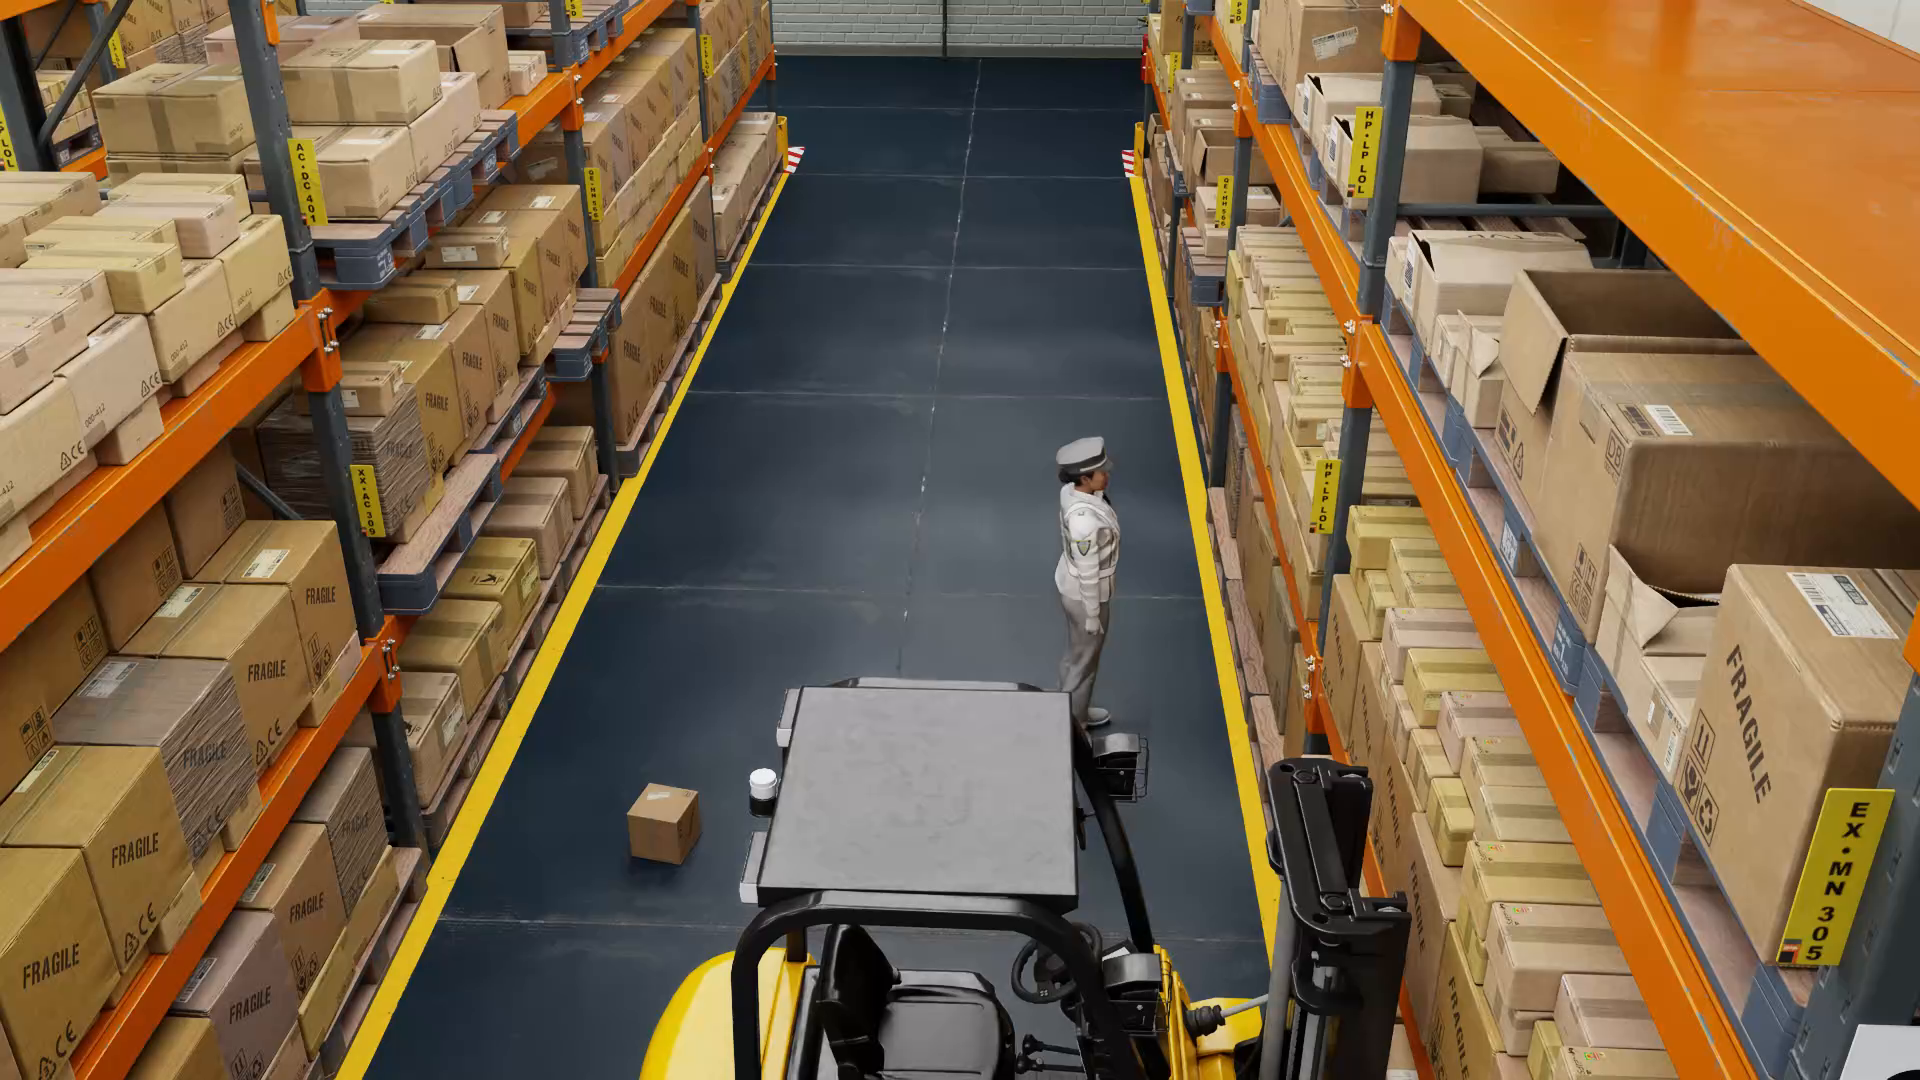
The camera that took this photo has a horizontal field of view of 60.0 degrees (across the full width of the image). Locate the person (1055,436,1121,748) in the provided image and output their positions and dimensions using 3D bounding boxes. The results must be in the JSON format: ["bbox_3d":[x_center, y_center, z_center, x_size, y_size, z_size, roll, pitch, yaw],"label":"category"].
[{"bbox_3d":[0.632,0.278,8.320,0.346,1.715,0.469,-2,28,-4],"label":"person"}]
